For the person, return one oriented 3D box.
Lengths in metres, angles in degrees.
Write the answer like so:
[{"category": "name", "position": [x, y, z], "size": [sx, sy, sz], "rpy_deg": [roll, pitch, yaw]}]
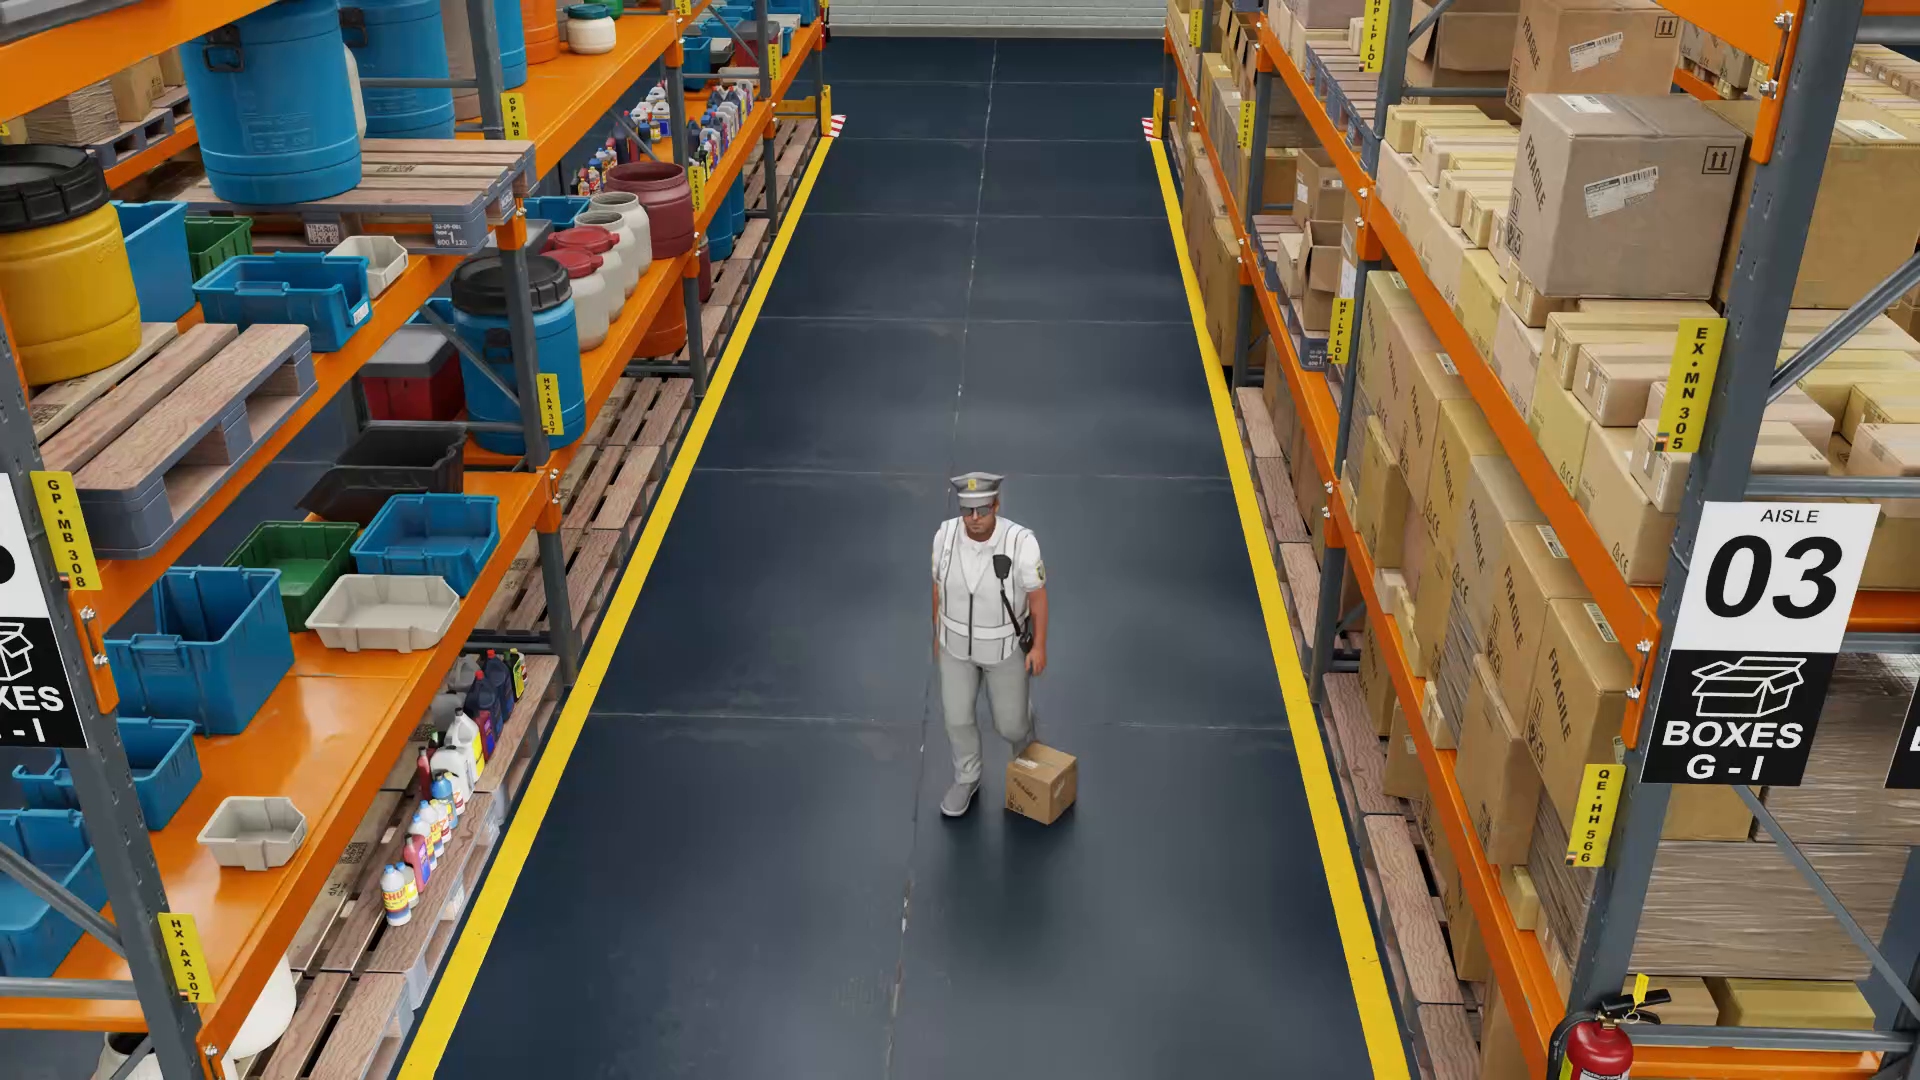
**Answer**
[{"category": "person", "position": [0.145, 0.430, 7.744], "size": [0.554, 1.753, 0.624], "rpy_deg": [8, 29, 15]}]
